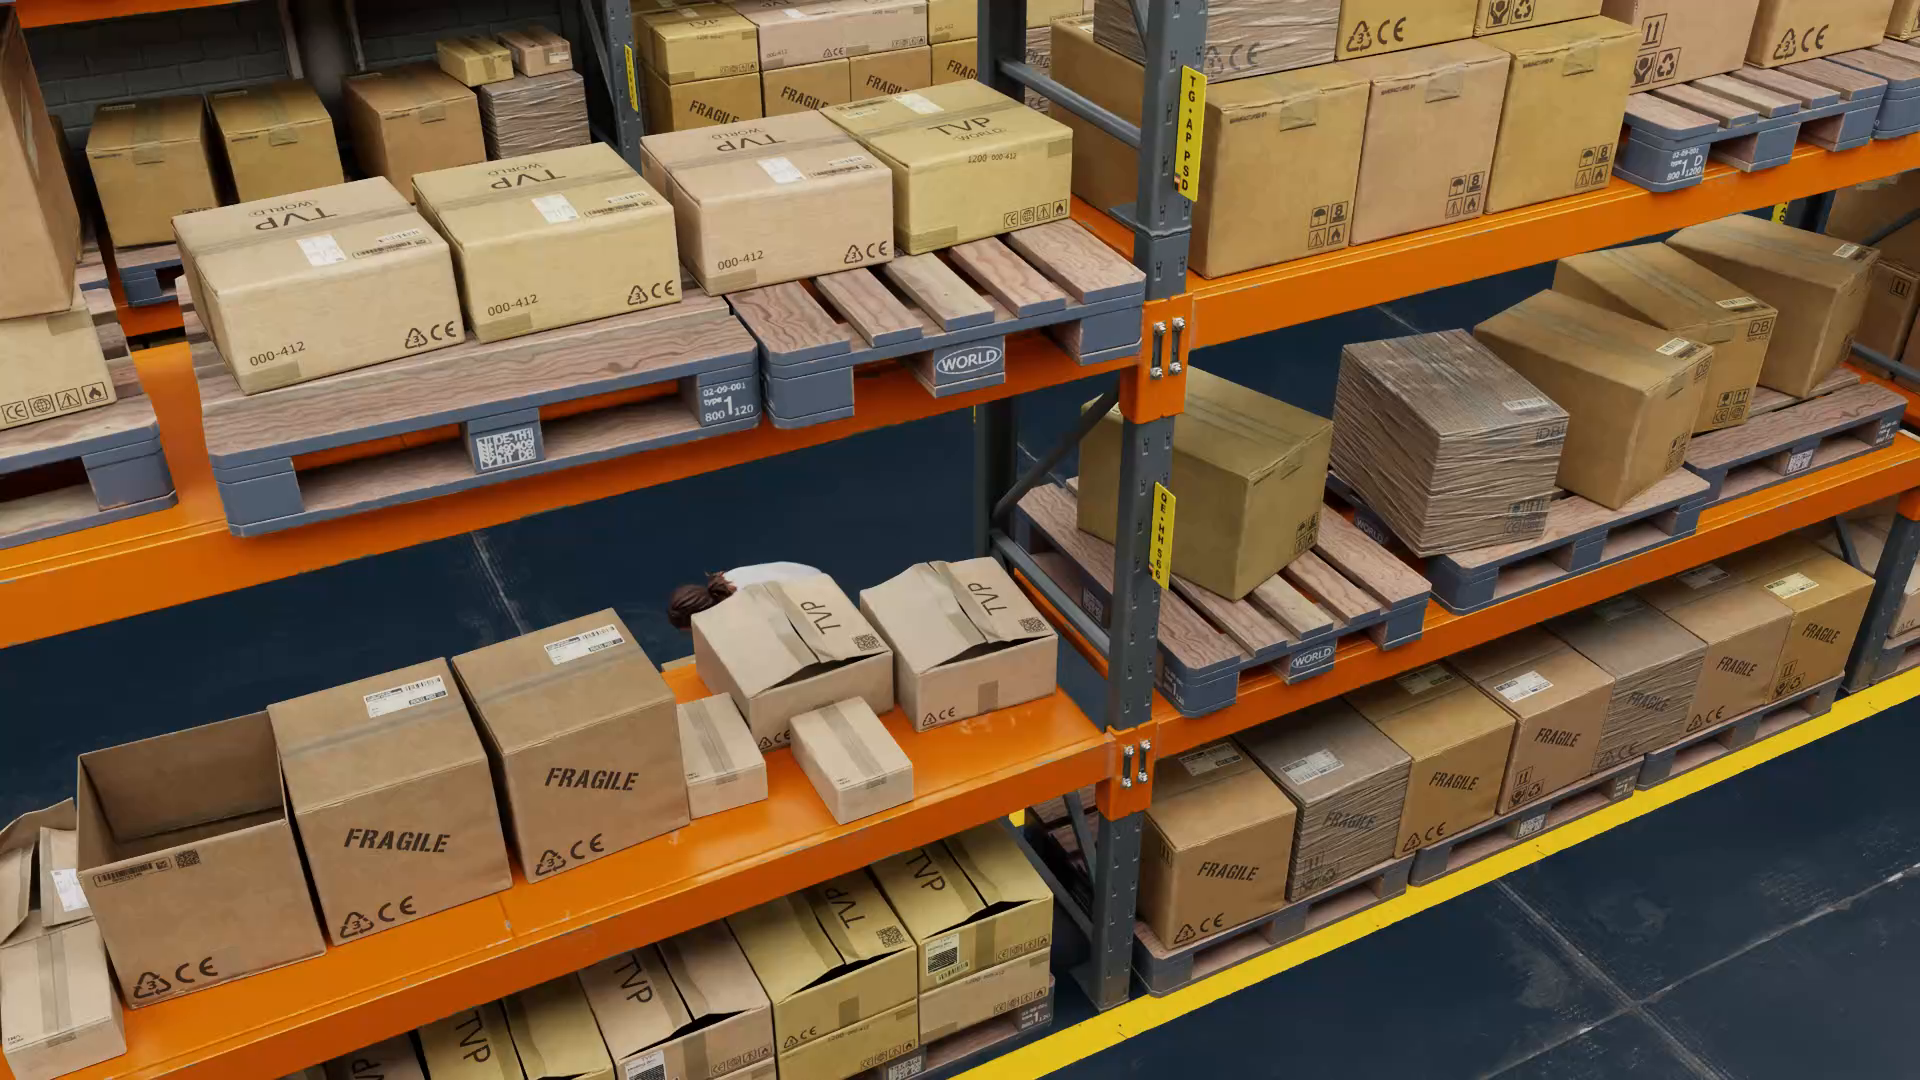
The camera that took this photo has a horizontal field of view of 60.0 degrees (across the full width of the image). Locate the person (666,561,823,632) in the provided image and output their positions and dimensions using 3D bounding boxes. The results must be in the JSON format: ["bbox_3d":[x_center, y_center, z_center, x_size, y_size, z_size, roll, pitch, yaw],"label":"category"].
[{"bbox_3d":[-0.894,0.433,7.406,0.829,0.812,0.465,-16,37,-23],"label":"person"}]
